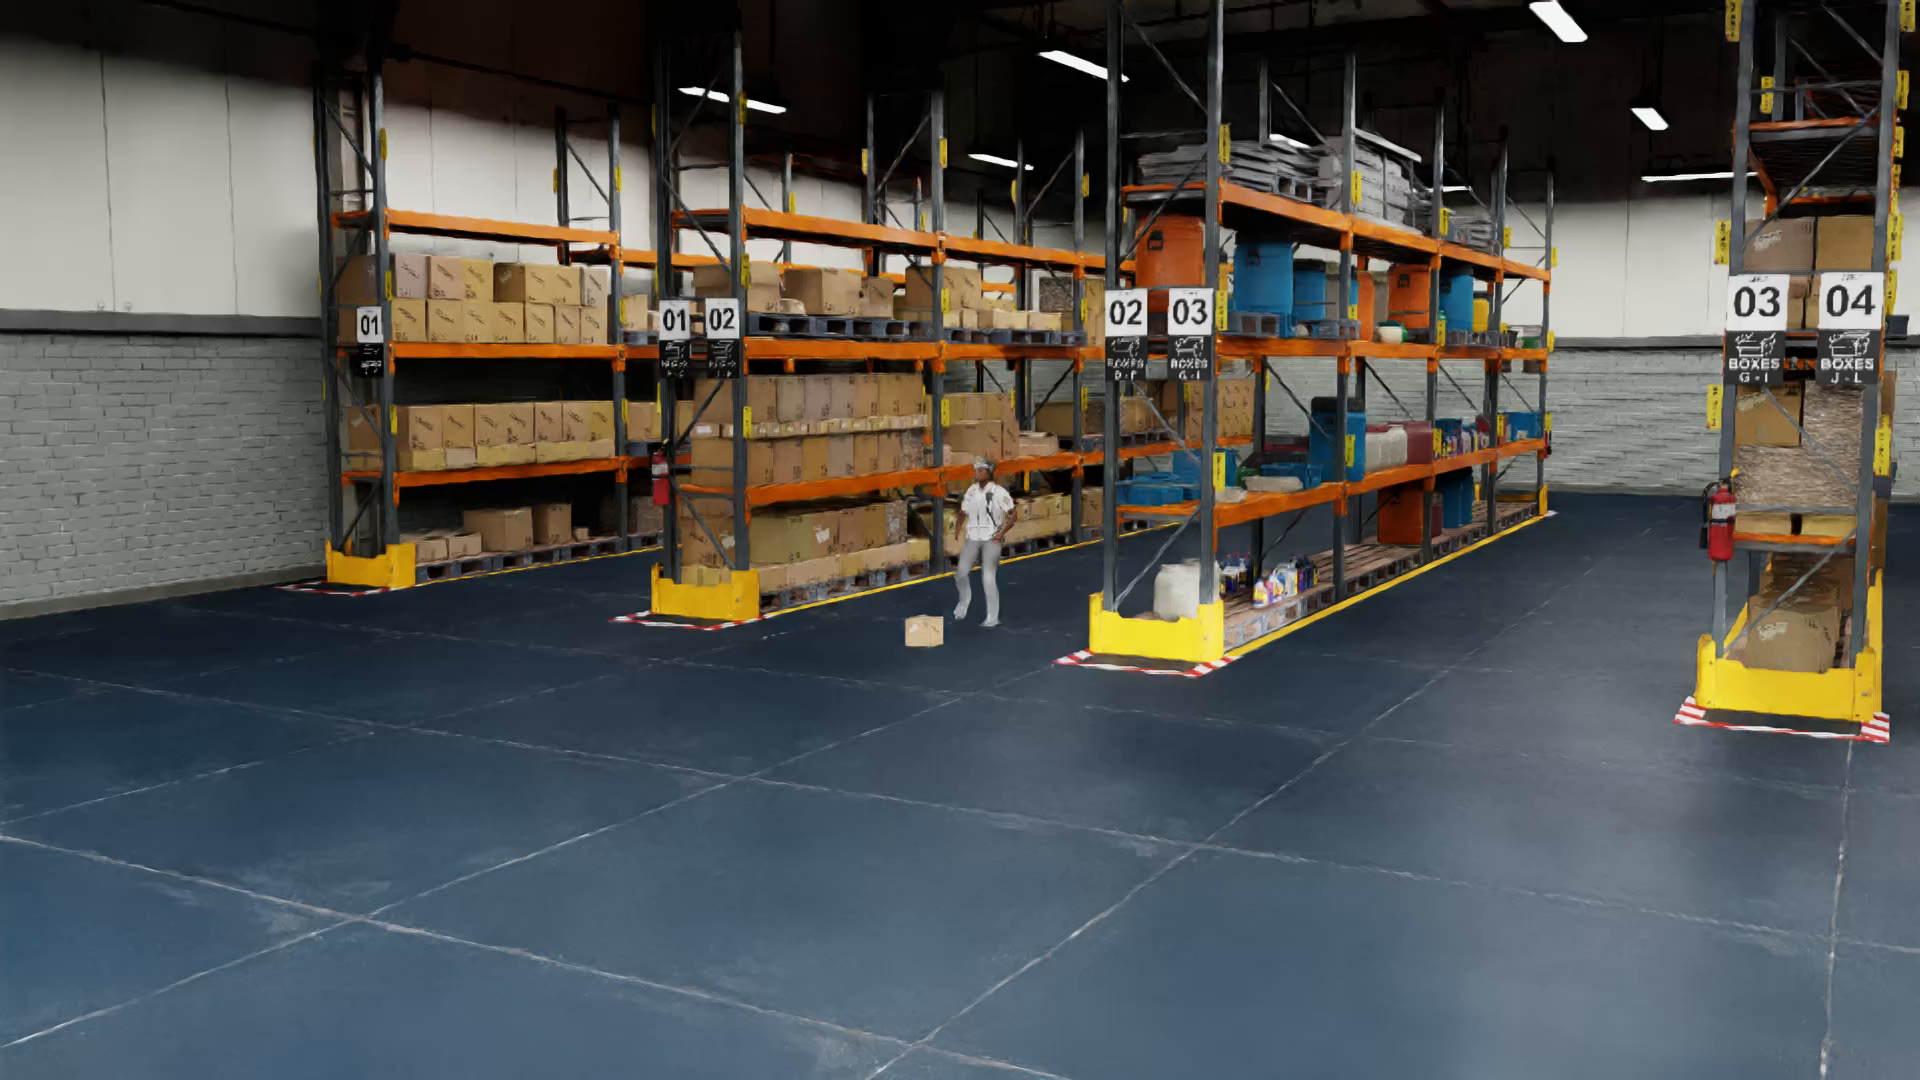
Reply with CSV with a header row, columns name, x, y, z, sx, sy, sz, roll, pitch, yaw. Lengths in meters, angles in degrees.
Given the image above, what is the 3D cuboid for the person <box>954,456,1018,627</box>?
name,x,y,z,sx,sy,sz,roll,pitch,yaw
person,0.223,0.012,16.280,0.673,1.667,0.466,2,7,22
